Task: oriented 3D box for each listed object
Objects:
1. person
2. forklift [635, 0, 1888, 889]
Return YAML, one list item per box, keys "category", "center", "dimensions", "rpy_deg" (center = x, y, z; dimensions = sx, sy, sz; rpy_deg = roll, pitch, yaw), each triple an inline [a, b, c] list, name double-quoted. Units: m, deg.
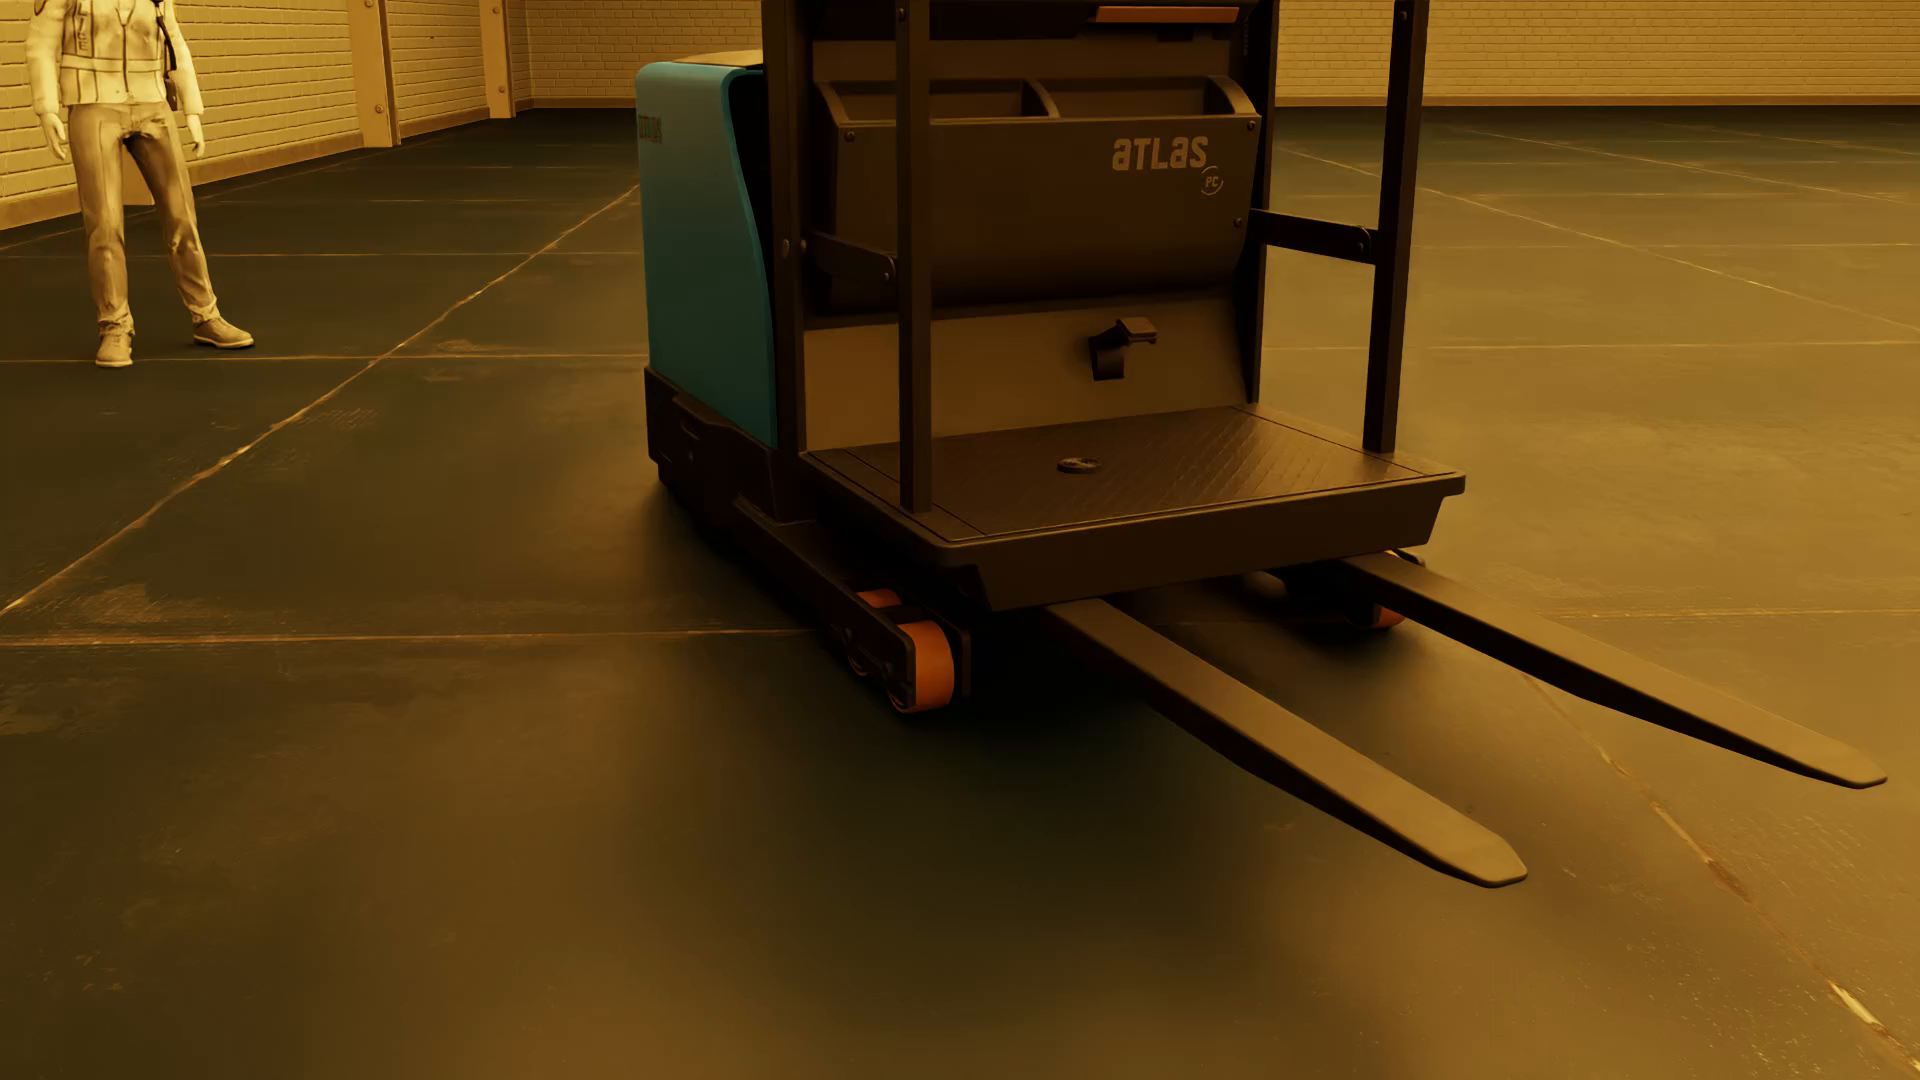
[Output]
- category: "person"
  center: [-2.983, -1.495, 5.969]
  dimensions: [0.413, 1.673, 0.606]
  rpy_deg: [16, 23, 42]
- category: "forklift"
  center: [0.258, -1.240, 2.962]
  dimensions: [1.130, 2.935, 3.031]
  rpy_deg: [-8, 19, -24]
